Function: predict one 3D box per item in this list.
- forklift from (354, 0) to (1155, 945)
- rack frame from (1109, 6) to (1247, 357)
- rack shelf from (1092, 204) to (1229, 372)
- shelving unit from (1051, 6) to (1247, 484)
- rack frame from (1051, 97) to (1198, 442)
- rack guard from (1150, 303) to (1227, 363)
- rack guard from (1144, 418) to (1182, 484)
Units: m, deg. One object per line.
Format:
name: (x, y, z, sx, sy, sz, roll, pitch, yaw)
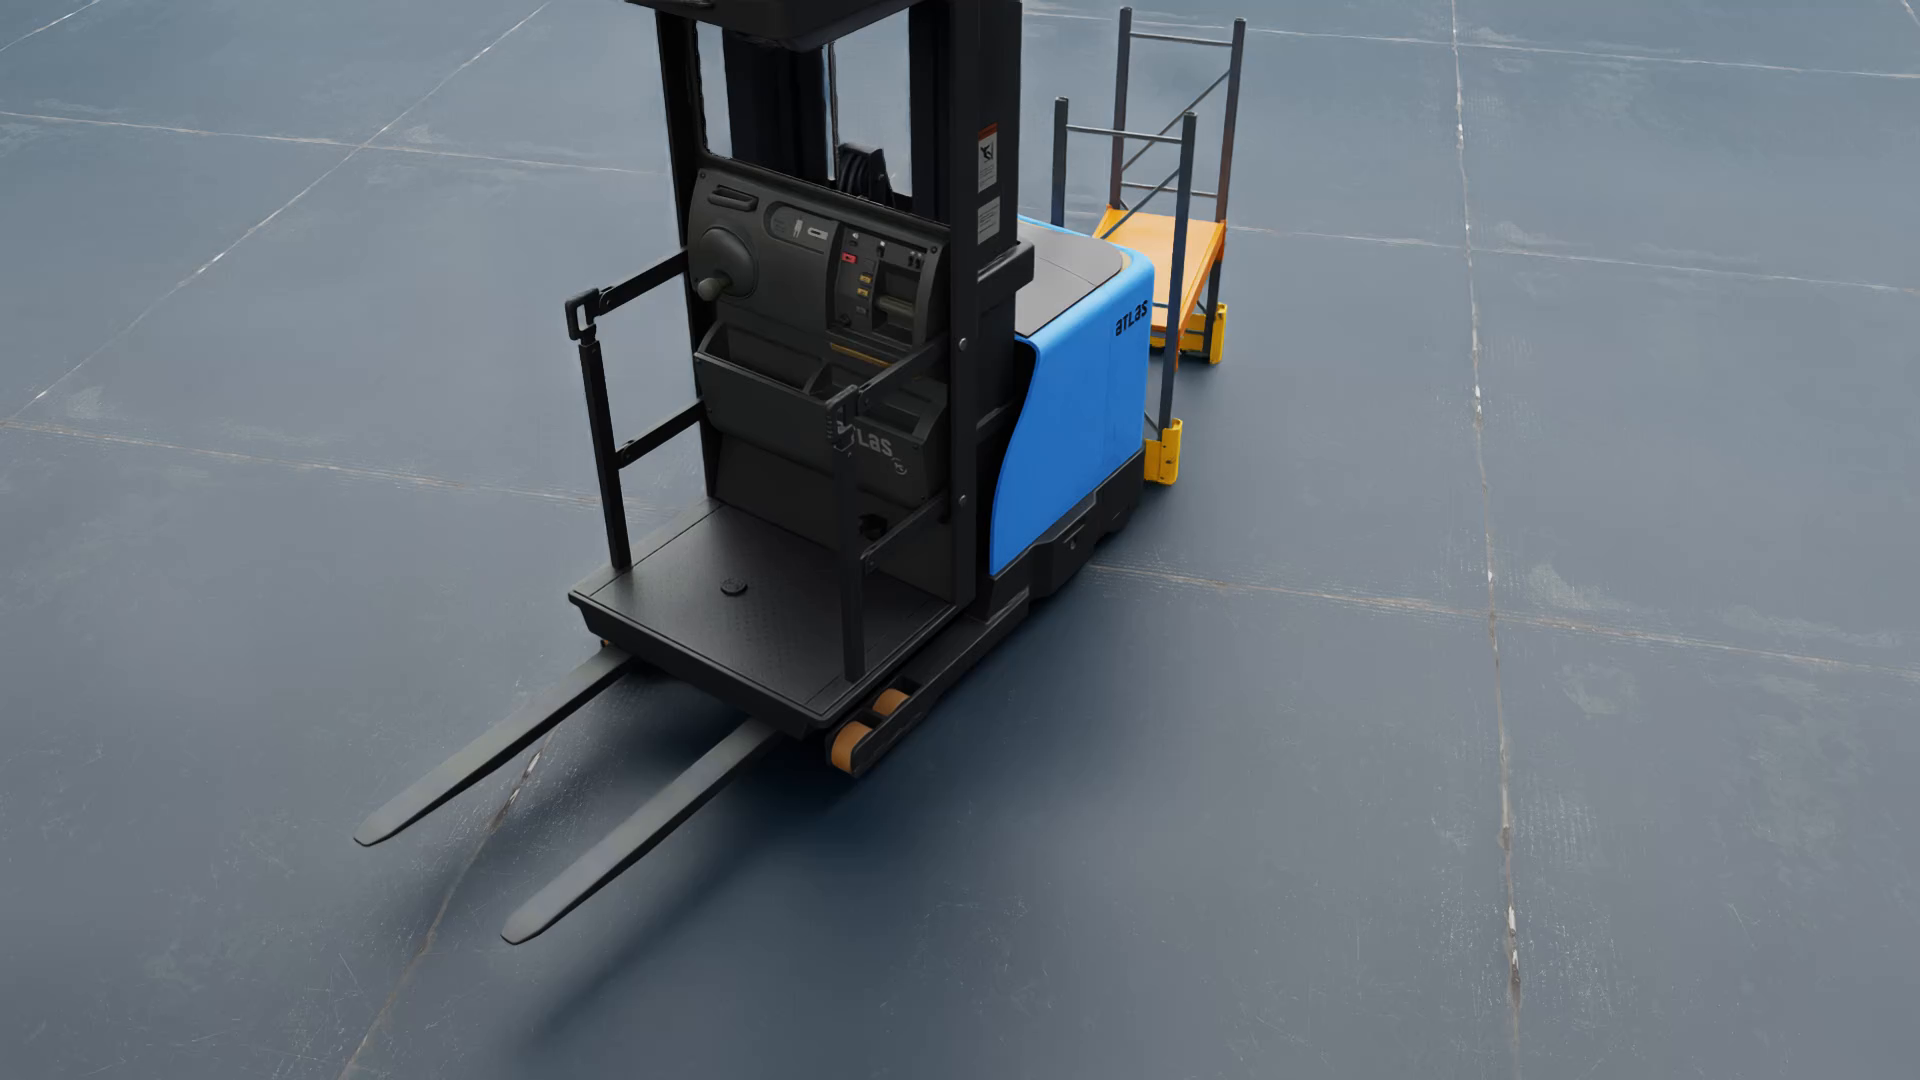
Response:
forklift: (-0.568, -0.772, 4.818, 1.130, 2.935, 3.031, 23, 42, 28)
rack frame: (0.879, -1.469, 6.998, 0.500, 1.500, 0.032, 10, 37, 14)
rack shelf: (0.728, -1.038, 6.711, 0.538, 0.185, 1.000, 10, 37, 14)
shelving unit: (0.725, -1.179, 6.599, 0.587, 1.500, 1.083, 10, 37, 14)
rack frame: (0.576, -0.899, 6.213, 0.500, 1.500, 0.032, 10, 37, 14)
rack guard: (0.874, -0.952, 7.350, 0.587, 0.250, 0.087, 10, 37, 14)
rack guard: (0.576, -0.394, 6.580, 0.587, 0.250, 0.087, 10, 37, 14)
